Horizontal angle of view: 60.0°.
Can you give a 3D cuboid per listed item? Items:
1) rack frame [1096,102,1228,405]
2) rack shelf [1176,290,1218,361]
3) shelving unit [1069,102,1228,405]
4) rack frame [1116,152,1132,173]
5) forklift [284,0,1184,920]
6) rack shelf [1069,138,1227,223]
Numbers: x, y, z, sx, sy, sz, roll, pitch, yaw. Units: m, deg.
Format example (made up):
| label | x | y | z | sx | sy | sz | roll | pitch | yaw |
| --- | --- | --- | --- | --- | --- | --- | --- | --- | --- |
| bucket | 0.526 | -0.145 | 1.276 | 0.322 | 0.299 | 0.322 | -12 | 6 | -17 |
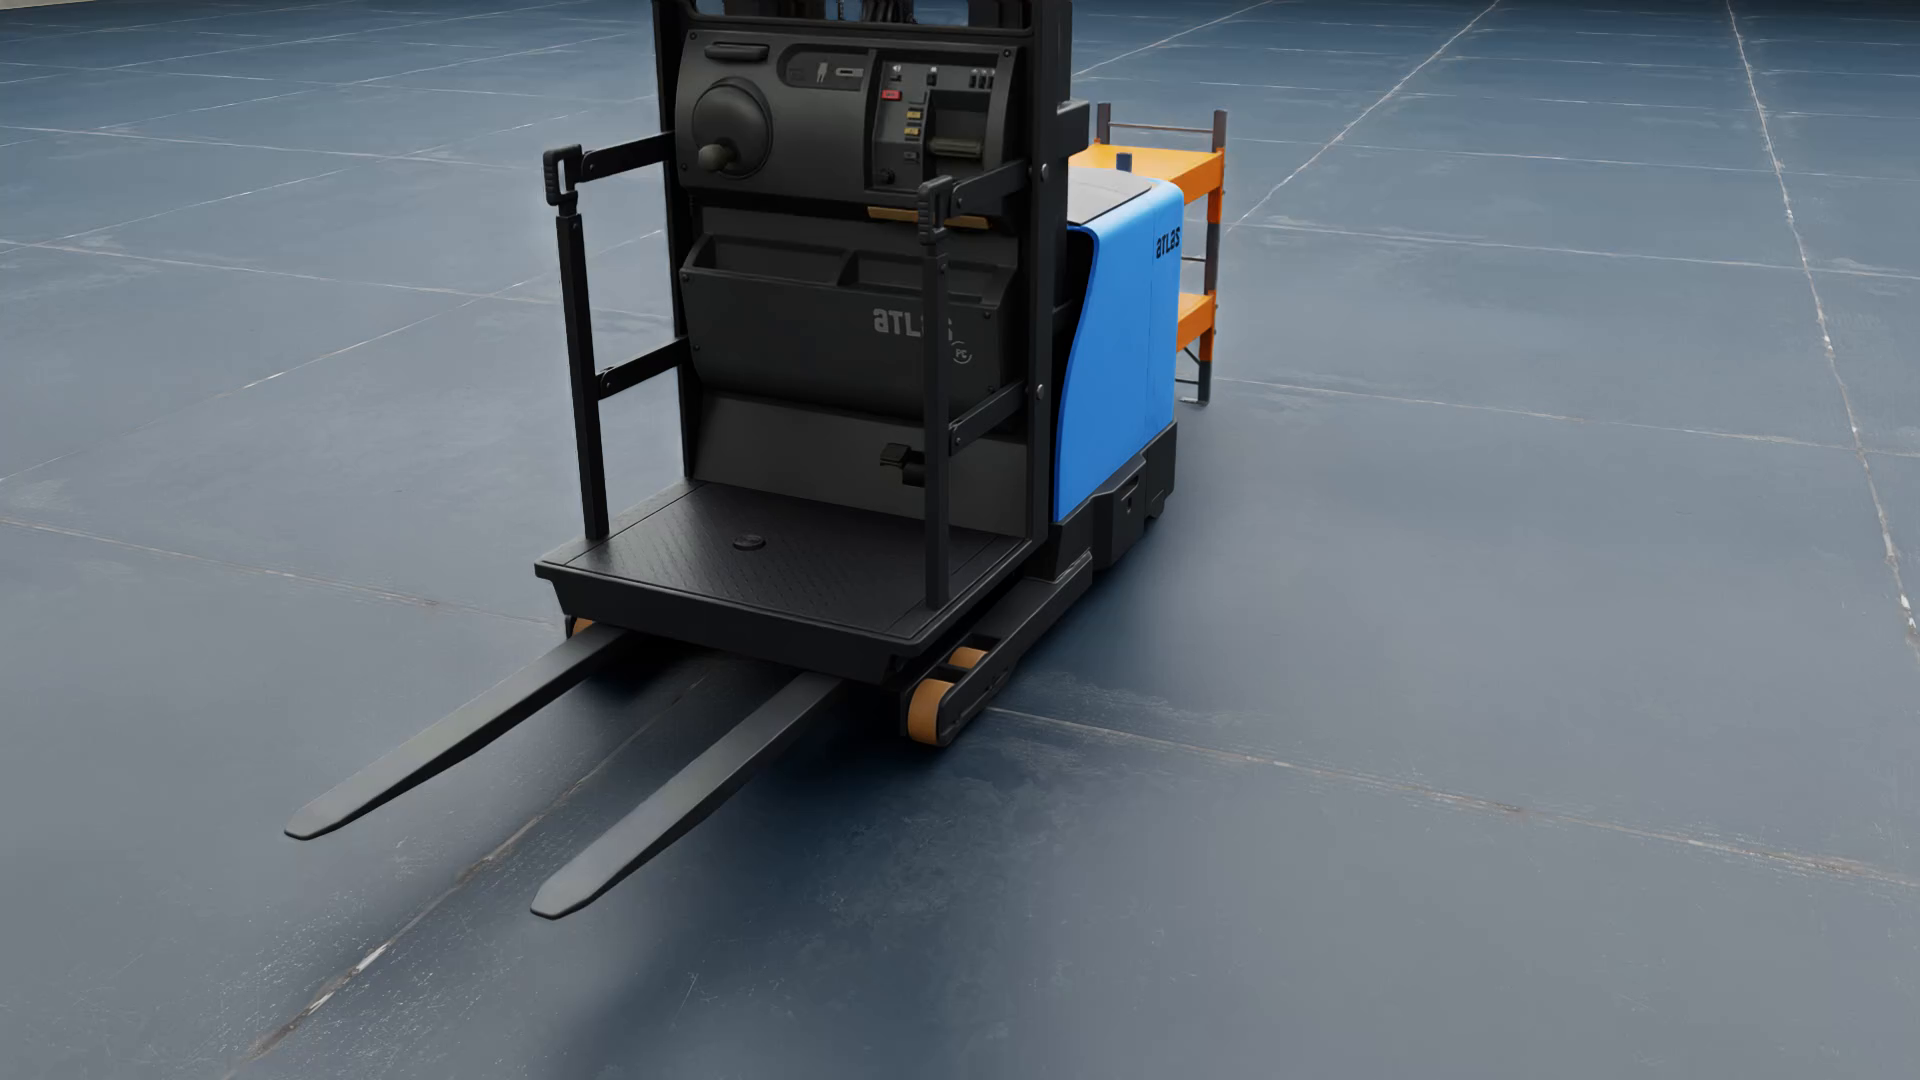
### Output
| label | x | y | z | sx | sy | sz | roll | pitch | yaw |
| --- | --- | --- | --- | --- | --- | --- | --- | --- | --- |
| rack frame | 0.752 | -1.097 | 6.417 | 0.500 | 1.125 | 0.032 | 10 | 25 | 23 |
| rack shelf | 0.533 | -0.695 | 6.088 | 0.538 | 0.278 | 1.000 | 10 | 25 | 23 |
| shelving unit | 0.533 | -0.920 | 5.994 | 0.538 | 1.125 | 1.048 | 10 | 25 | 23 |
| rack frame | 0.314 | -0.743 | 5.570 | 0.500 | 1.125 | 0.032 | 10 | 25 | 23 |
| forklift | -0.387 | -1.040 | 3.938 | 1.130 | 2.935 | 3.031 | 10 | 25 | 23 |
| rack shelf | 0.533 | -1.190 | 5.881 | 0.538 | 0.278 | 1.000 | 10 | 25 | 23 |
